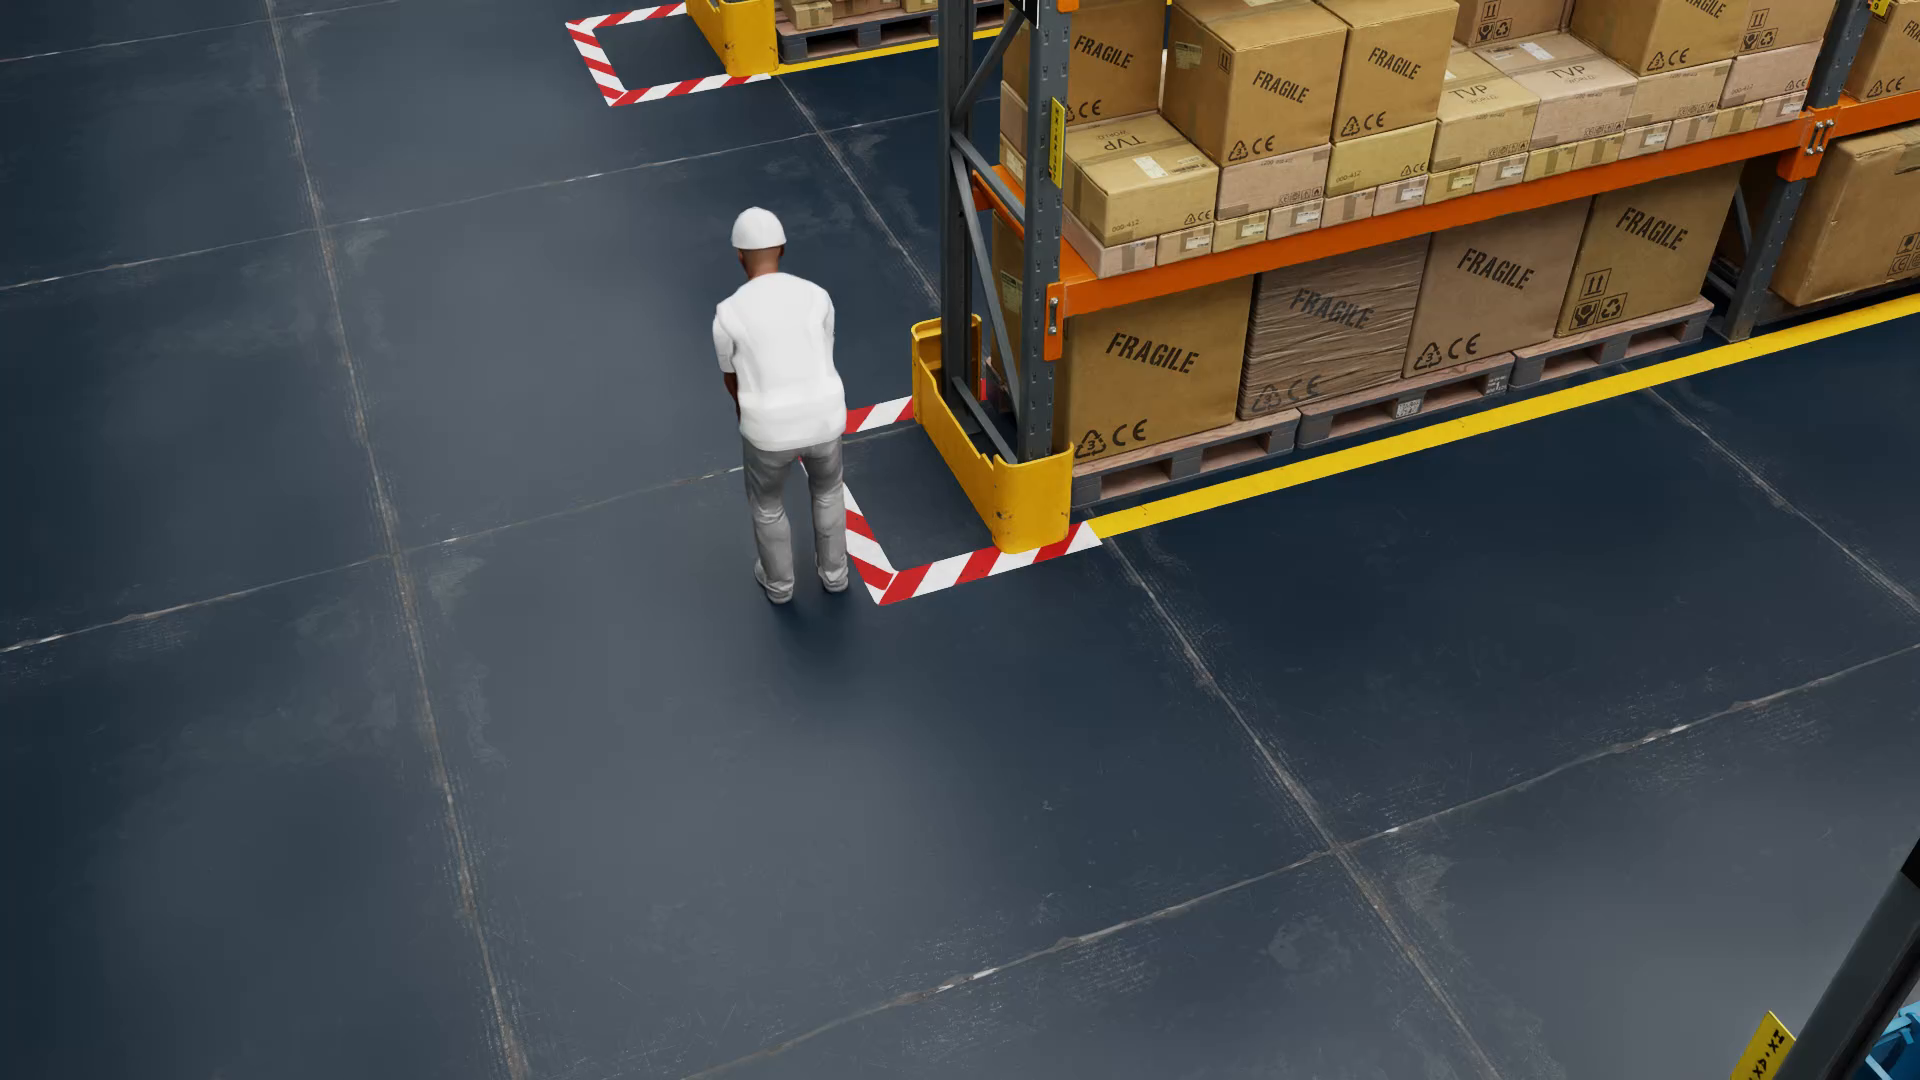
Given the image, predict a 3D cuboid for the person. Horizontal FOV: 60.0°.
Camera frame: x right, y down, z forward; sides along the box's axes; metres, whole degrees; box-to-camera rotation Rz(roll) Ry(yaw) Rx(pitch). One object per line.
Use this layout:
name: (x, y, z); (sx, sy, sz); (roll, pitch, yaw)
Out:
person: (-0.726, -0.526, 6.790); (0.488, 1.693, 0.638); (-12, 43, -13)
